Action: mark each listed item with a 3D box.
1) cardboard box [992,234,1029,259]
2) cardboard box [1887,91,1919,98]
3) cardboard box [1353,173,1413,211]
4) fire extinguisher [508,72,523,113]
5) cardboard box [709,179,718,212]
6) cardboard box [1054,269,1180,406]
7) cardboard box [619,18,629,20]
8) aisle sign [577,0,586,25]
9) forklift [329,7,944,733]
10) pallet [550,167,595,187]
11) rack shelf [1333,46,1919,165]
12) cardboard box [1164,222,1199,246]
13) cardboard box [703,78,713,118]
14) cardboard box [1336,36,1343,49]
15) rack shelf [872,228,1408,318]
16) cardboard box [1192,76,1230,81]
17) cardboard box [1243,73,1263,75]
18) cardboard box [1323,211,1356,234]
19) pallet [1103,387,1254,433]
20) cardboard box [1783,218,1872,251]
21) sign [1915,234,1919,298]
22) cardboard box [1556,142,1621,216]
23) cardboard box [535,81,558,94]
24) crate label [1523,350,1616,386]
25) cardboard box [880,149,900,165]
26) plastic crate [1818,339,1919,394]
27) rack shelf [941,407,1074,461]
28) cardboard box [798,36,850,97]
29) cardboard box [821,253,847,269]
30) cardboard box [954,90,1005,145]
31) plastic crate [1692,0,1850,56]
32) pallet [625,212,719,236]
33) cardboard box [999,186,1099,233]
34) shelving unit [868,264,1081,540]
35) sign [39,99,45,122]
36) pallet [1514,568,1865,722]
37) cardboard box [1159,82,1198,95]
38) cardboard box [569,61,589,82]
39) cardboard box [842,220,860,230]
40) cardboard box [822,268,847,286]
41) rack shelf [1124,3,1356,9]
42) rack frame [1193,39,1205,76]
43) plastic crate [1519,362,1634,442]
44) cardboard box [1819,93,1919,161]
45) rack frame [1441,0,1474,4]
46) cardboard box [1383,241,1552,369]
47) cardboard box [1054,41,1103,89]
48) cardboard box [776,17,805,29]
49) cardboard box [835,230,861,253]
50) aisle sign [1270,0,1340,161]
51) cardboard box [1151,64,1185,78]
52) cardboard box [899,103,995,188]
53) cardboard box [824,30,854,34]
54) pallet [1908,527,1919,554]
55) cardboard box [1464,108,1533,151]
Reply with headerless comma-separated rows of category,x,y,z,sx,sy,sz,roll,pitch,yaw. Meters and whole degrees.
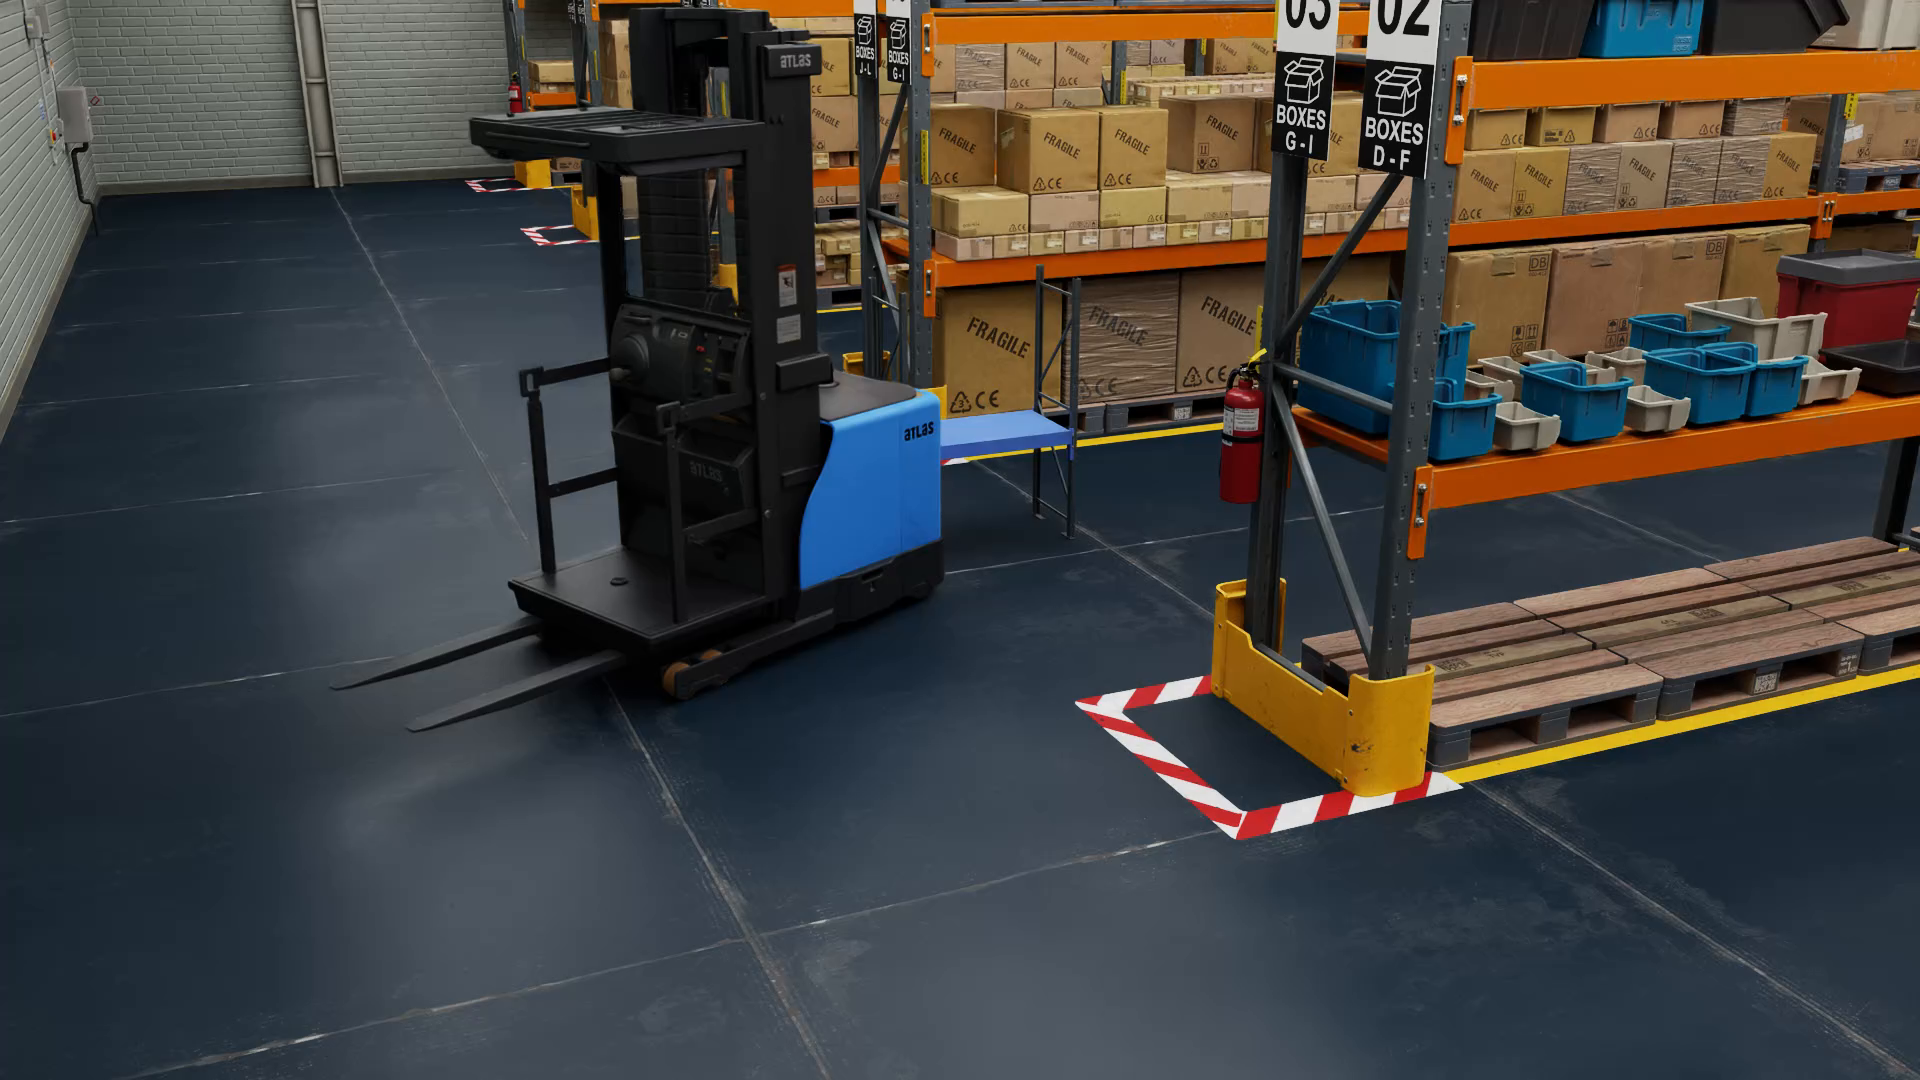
cardboard box,0.258,-1.964,10.962,0.250,0.149,0.380,-8,21,-23
cardboard box,11.566,-5.662,20.861,0.550,0.550,0.875,-8,21,-22
cardboard box,2.937,-2.560,12.054,0.500,0.250,0.500,-9,21,-23
fire extinguisher,-6.281,-6.265,23.476,0.183,0.674,0.296,-8,21,-22
cardboard box,-2.956,-4.354,20.597,0.875,0.438,0.875,-8,21,-20
cardboard box,0.958,-1.527,11.908,0.875,0.875,0.875,-8,21,-22
cardboard box,-3.885,-6.098,19.692,0.250,0.149,0.380,-8,21,-21
aisle sign,-4.310,-6.253,18.849,0.004,0.787,0.394,-8,21,-22
forklift,-1.437,-0.853,7.531,1.130,2.935,3.031,16,25,39
pallet,-5.527,-5.437,24.647,1.213,0.211,1.003,-8,21,-22
rack shelf,3.364,-1.931,7.055,4.000,0.370,1.077,-8,21,-22
cardboard box,1.435,-2.133,11.441,0.250,0.149,0.380,-9,21,-23
cardboard box,-2.877,-5.284,19.861,0.500,0.500,0.500,-8,21,-22
cardboard box,4.914,-6.757,22.965,0.500,0.500,0.500,-9,21,-24
rack shelf,1.403,-2.026,11.843,4.000,0.370,1.077,-8,21,-22
cardboard box,2.611,-4.762,17.380,0.250,0.149,0.380,-9,21,-24
cardboard box,3.901,-6.291,22.619,0.250,0.149,0.380,-10,22,-25
cardboard box,2.617,-2.302,11.923,0.250,0.149,0.380,-9,21,-23
pallet,1.388,-1.075,12.258,1.213,0.211,1.003,-8,21,-22
cardboard box,7.515,-2.634,14.459,0.500,0.250,0.500,-7,21,-20
sign,4.985,-1.417,8.612,0.005,0.325,0.100,-8,21,-22
cardboard box,4.681,-2.792,12.785,0.500,0.500,0.500,-9,21,-23
cardboard box,-5.918,-6.479,23.784,0.250,0.149,0.380,-8,21,-22
crate label,2.723,-0.736,7.403,0.243,0.136,0.396,-8,21,-22
cardboard box,-0.713,-3.645,15.737,0.250,0.149,0.380,-9,21,-23
plastic crate,4.280,-0.787,7.566,0.590,0.125,0.437,-8,21,-22
rack shelf,0.078,-0.549,9.365,1.000,0.185,0.538,-8,21,-22
cardboard box,-1.328,-4.334,15.210,0.500,0.500,0.500,-8,21,-20
cardboard box,-1.259,-2.690,15.859,0.250,0.149,0.380,-8,21,-21
cardboard box,0.100,-4.059,15.935,0.500,0.500,0.500,-8,21,-22
plastic crate,3.040,-2.095,6.532,0.767,0.338,0.504,-8,21,-22
pallet,-3.656,-3.938,20.389,1.213,0.211,1.003,-8,21,-22
cardboard box,0.589,-2.223,11.097,0.500,0.250,0.500,-8,21,-23
shelving unit,0.078,-0.719,9.305,1.048,1.500,0.538,-8,21,-22
sign,-9.565,-4.480,17.323,0.001,0.218,0.327,-8,21,-22
pallet,3.419,0.467,7.876,1.213,0.211,1.003,-8,21,-22
cardboard box,2.165,-4.465,16.536,0.250,0.149,0.380,-8,21,-20
cardboard box,-5.343,-6.751,23.957,0.500,0.250,0.500,-8,21,-21
cardboard box,-0.992,-3.064,16.473,0.250,0.149,0.380,-7,21,-20
cardboard box,-1.265,-2.547,15.900,0.250,0.149,0.380,-8,21,-21
rack shelf,3.204,-5.493,17.173,4.000,0.370,1.077,-8,21,-22
rack frame,2.986,-6.177,22.548,0.127,3.000,1.000,-8,21,-22
plastic crate,2.490,-0.560,6.758,0.300,0.233,0.416,-8,21,-22
cardboard box,7.865,-3.587,14.411,0.500,0.500,0.700,-5,20,-14
rack frame,1.528,-3.422,5.690,0.127,3.000,1.000,-8,21,-22
cardboard box,3.819,-1.915,13.010,0.875,0.875,1.225,-8,21,-22
cardboard box,1.043,-4.669,16.162,0.500,0.500,0.500,-9,21,-24
cardboard box,-2.042,-6.189,19.950,0.250,0.149,0.380,-9,21,-23
cardboard box,-1.008,-2.852,15.871,0.250,0.149,0.380,-9,21,-25
aisle sign,1.346,-1.898,6.482,0.004,0.787,0.394,-8,21,-22
cardboard box,2.642,-6.201,22.089,0.500,0.250,0.500,-8,21,-22
cardboard box,-0.091,-2.670,11.237,0.500,0.500,0.500,-8,21,-21
cardboard box,-1.479,-5.959,20.273,0.500,0.500,0.500,-8,21,-23
pallet,5.926,0.108,8.896,1.213,0.211,1.003,-8,21,-22
cardboard box,3.822,-3.235,12.533,0.637,0.503,0.797,-9,21,-23
